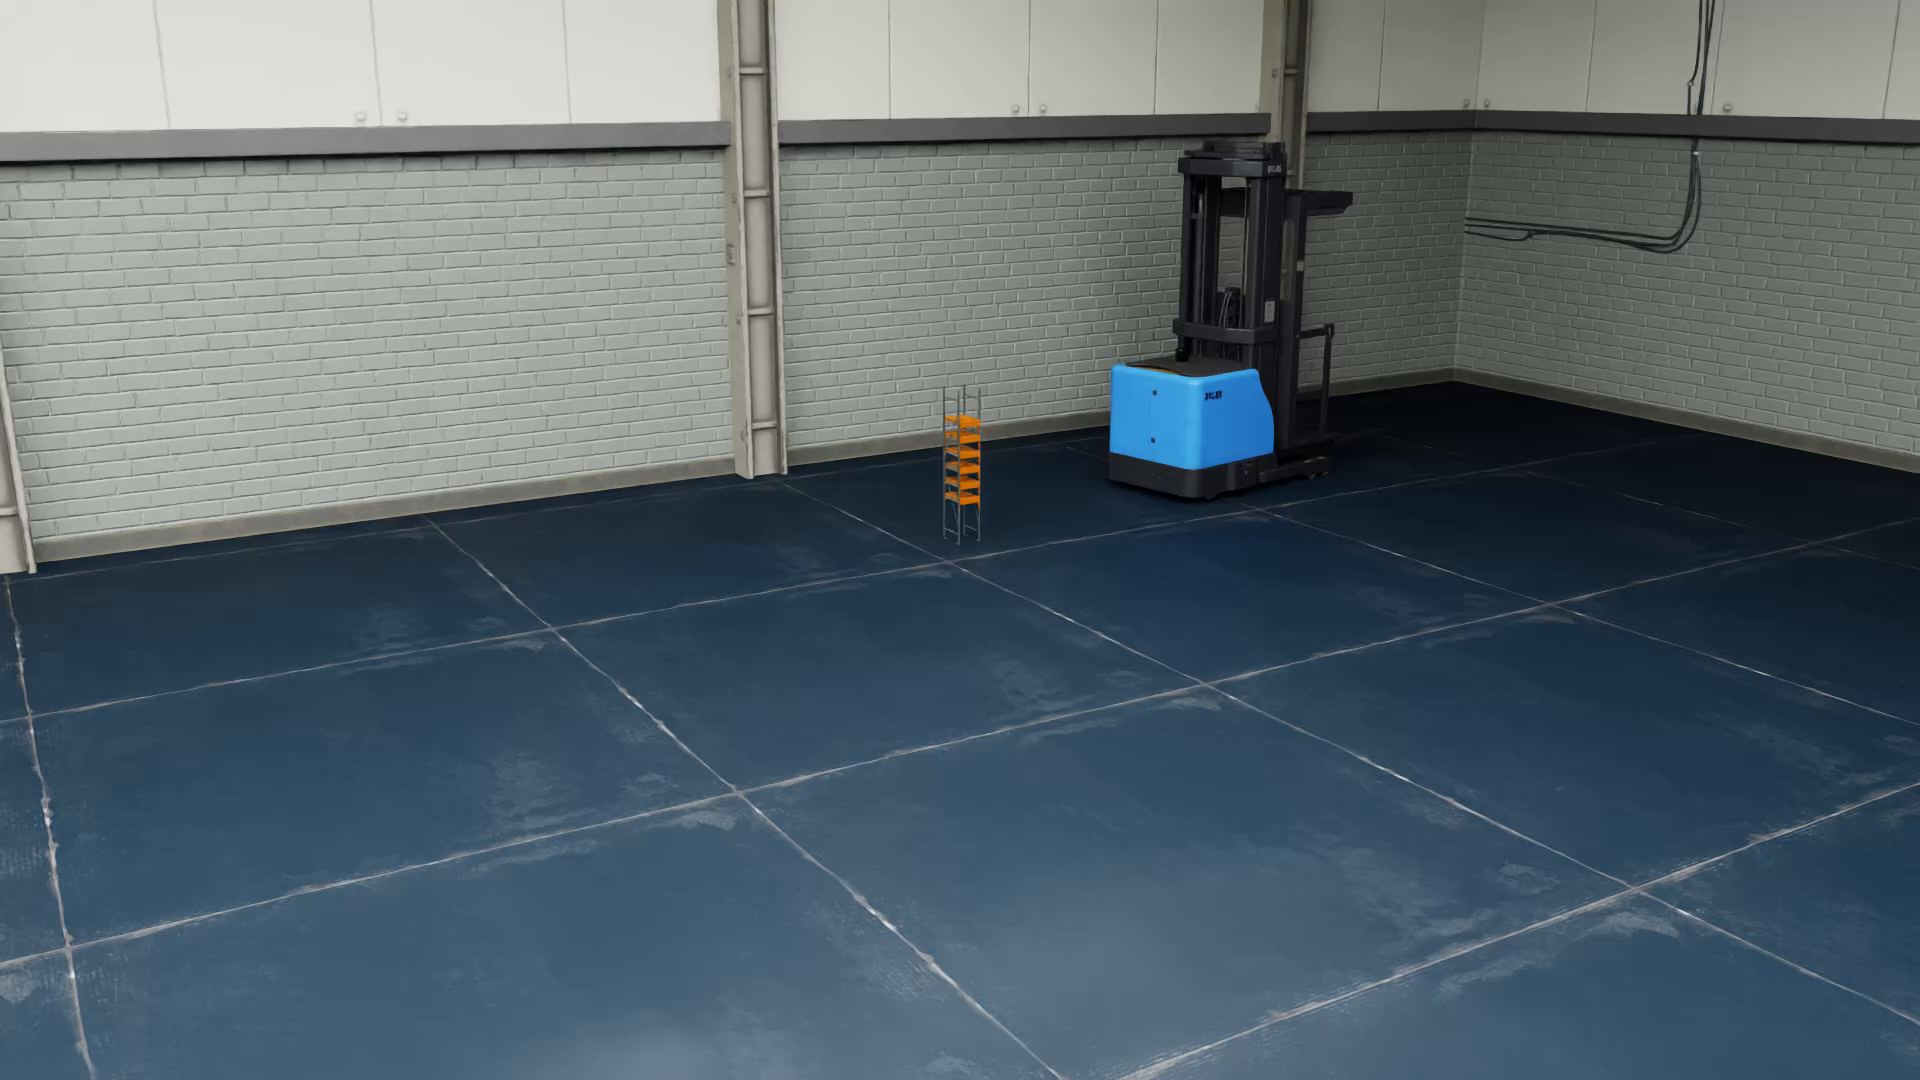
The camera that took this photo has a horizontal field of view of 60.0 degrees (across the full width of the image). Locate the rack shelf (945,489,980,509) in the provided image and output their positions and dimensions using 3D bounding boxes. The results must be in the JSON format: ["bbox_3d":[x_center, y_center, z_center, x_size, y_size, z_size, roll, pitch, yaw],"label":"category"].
[{"bbox_3d":[0.012,-0.306,12.832,0.180,0.103,0.258,-9,18,-30],"label":"rack shelf"}]

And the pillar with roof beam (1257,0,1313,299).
[{"bbox_3d":[5.558,-4.777,13.281,0.400,9.000,9.100,-9,18,-30],"label":"pillar with roof beam"}]

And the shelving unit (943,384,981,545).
[{"bbox_3d":[0.012,-0.580,12.755,0.189,1.200,0.258,-9,18,-30],"label":"shelving unit"}]

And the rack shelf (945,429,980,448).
[{"bbox_3d":[0.012,-0.768,12.702,0.180,0.103,0.258,-9,18,-30],"label":"rack shelf"}]

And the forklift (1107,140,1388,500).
[{"bbox_3d":[2.731,-2.057,14.818,3.031,2.935,1.130,-13,20,-39],"label":"forklift"}]

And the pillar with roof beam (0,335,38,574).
[{"bbox_3d":[-4.729,-3.109,7.330,0.400,9.000,9.100,-9,18,-30],"label":"pillar with roof beam"}]

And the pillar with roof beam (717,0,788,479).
[{"bbox_3d":[0.414,-3.943,10.305,0.400,9.000,9.100,-9,18,-30],"label":"pillar with roof beam"}]

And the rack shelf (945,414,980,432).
[{"bbox_3d":[0.012,-0.884,12.670,0.180,0.103,0.258,-9,18,-30],"label":"rack shelf"}]

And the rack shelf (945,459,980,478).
[{"bbox_3d":[0.012,-0.537,12.767,0.180,0.103,0.258,-9,18,-30],"label":"rack shelf"}]

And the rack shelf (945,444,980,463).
[{"bbox_3d":[0.012,-0.653,12.735,0.180,0.103,0.258,-9,18,-30],"label":"rack shelf"}]

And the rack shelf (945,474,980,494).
[{"bbox_3d":[0.012,-0.421,12.799,0.180,0.103,0.258,-9,18,-30],"label":"rack shelf"}]

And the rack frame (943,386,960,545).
[{"bbox_3d":[-0.066,-0.567,12.710,0.006,1.200,0.240,-9,18,-30],"label":"rack frame"}]

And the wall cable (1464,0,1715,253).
[{"bbox_3d":[6.547,-4.382,17.623,0.112,2.526,3.097,-9,18,-30],"label":"wall cable"}]

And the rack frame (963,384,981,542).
[{"bbox_3d":[0.091,-0.592,12.800,0.006,1.200,0.240,-9,18,-30],"label":"rack frame"}]
